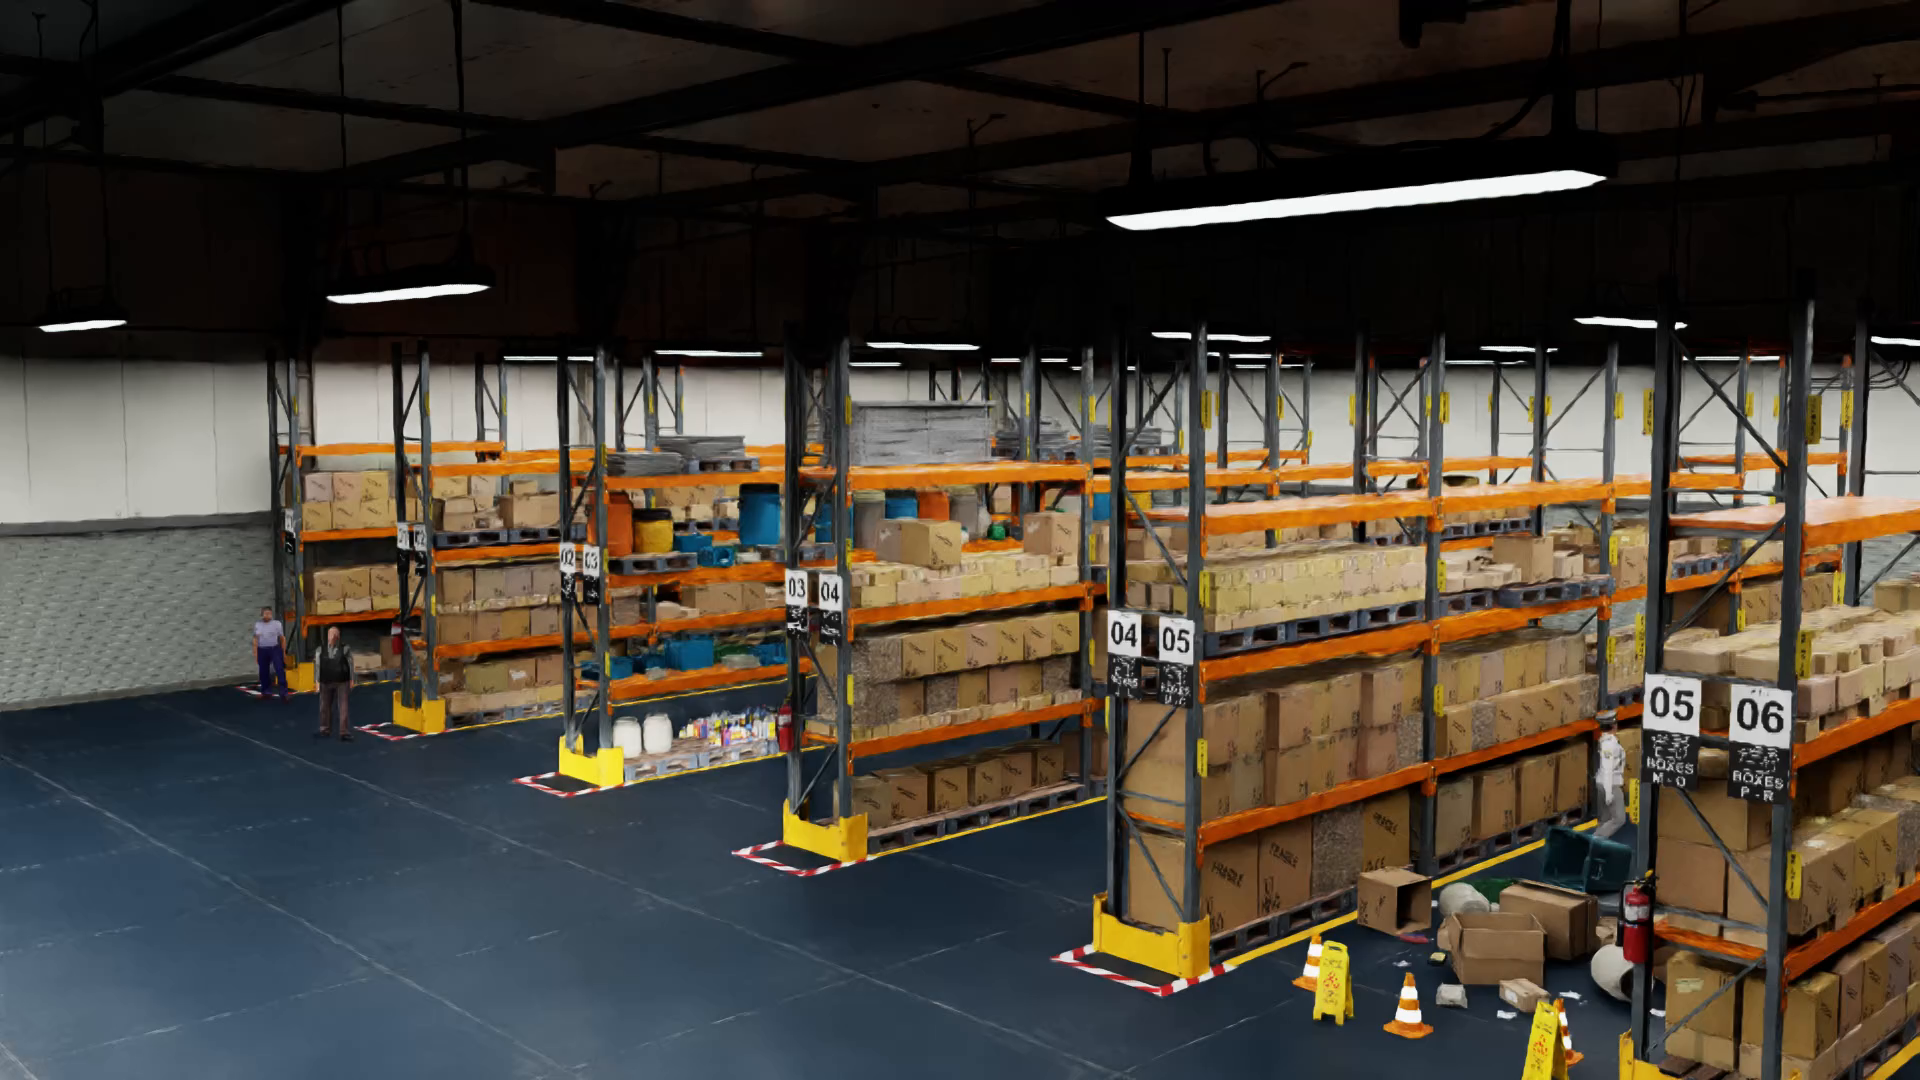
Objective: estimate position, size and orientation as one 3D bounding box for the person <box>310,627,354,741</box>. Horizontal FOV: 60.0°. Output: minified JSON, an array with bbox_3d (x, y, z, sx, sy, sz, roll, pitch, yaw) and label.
[{"bbox_3d":[-9.466,2.152,24.976,0.690,1.719,0.459,-1,5,-6],"label":"person"}]

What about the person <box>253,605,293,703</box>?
[{"bbox_3d":[-11.597,1.920,28.039,0.731,1.624,0.564,-1,5,-6],"label":"person"}]

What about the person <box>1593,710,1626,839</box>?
[{"bbox_3d":[7.164,2.735,18.442,0.404,1.674,0.510,1,5,15],"label":"person"}]
